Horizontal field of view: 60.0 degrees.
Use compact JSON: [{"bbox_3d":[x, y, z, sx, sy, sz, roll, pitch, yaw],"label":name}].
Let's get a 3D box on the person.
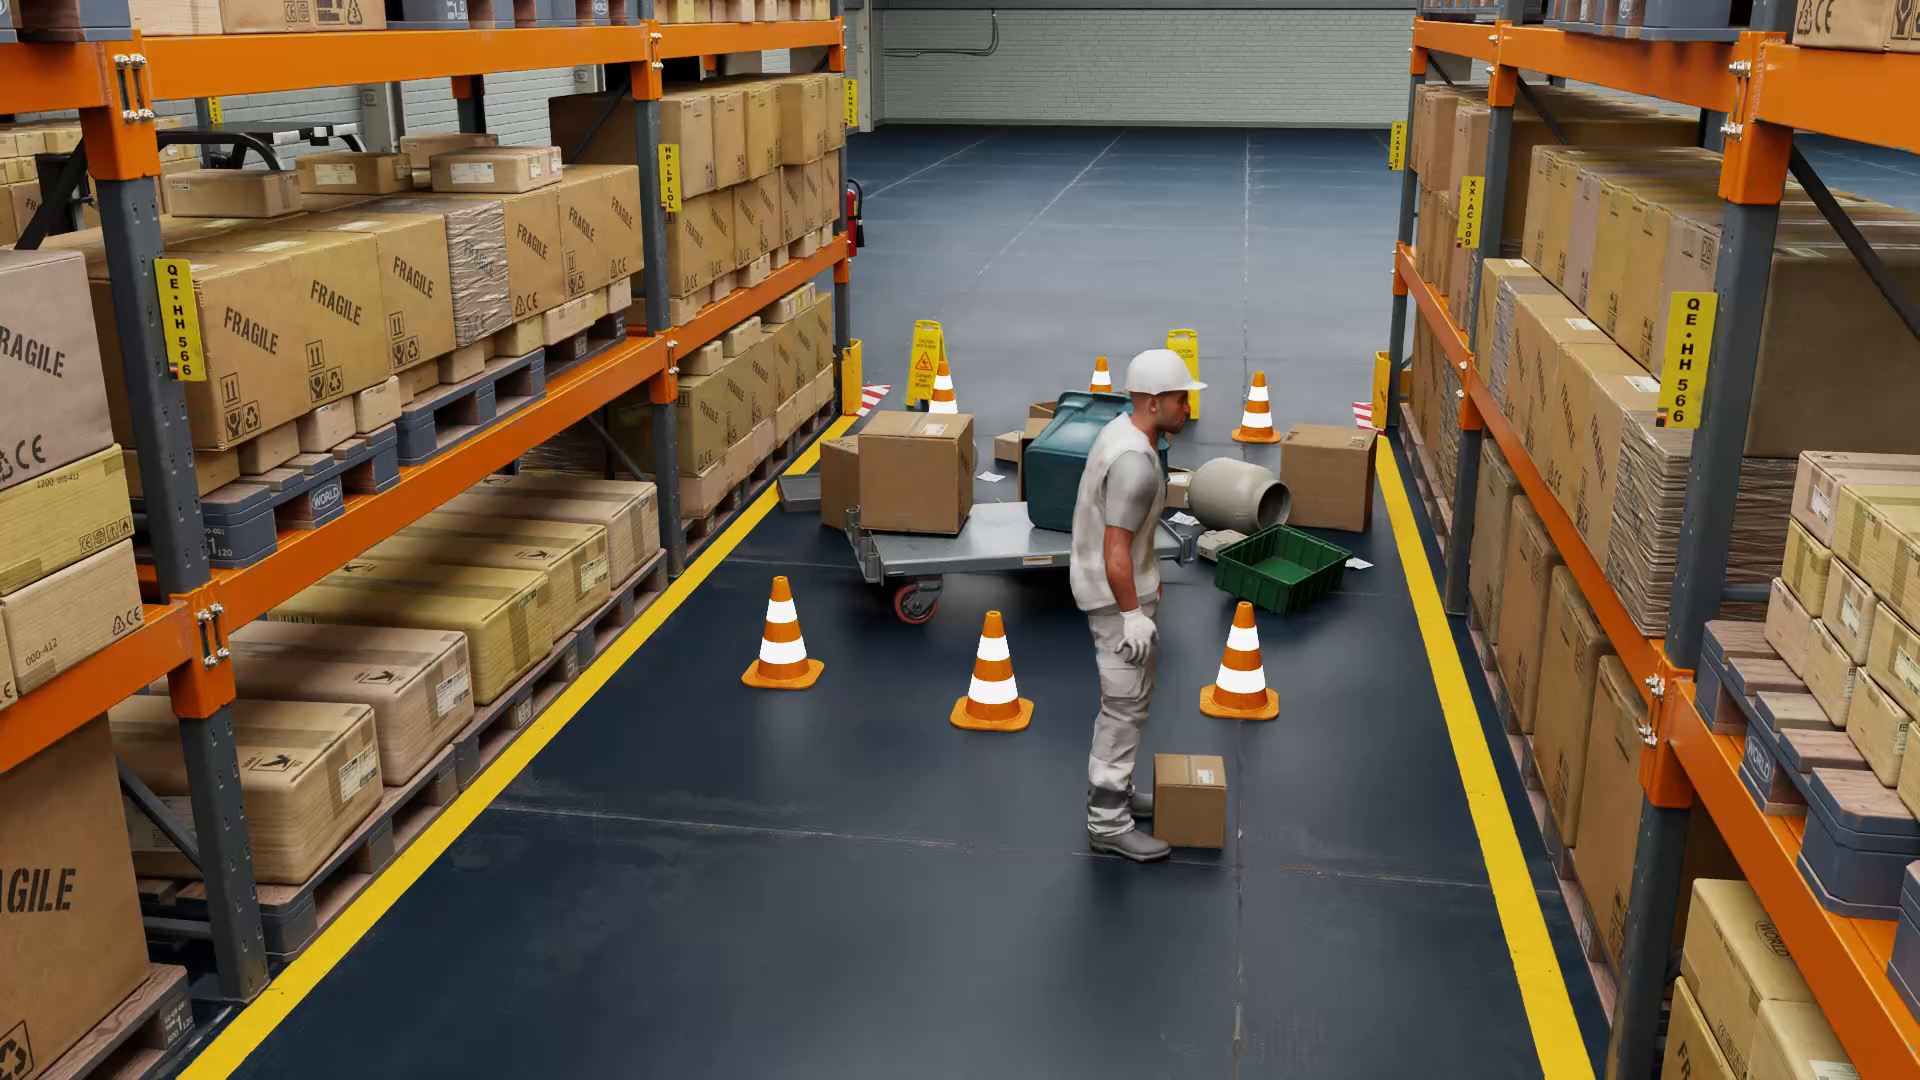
[{"bbox_3d":[0.613,0.210,5.869,0.454,1.779,0.620,2,18,8],"label":"person"}]
